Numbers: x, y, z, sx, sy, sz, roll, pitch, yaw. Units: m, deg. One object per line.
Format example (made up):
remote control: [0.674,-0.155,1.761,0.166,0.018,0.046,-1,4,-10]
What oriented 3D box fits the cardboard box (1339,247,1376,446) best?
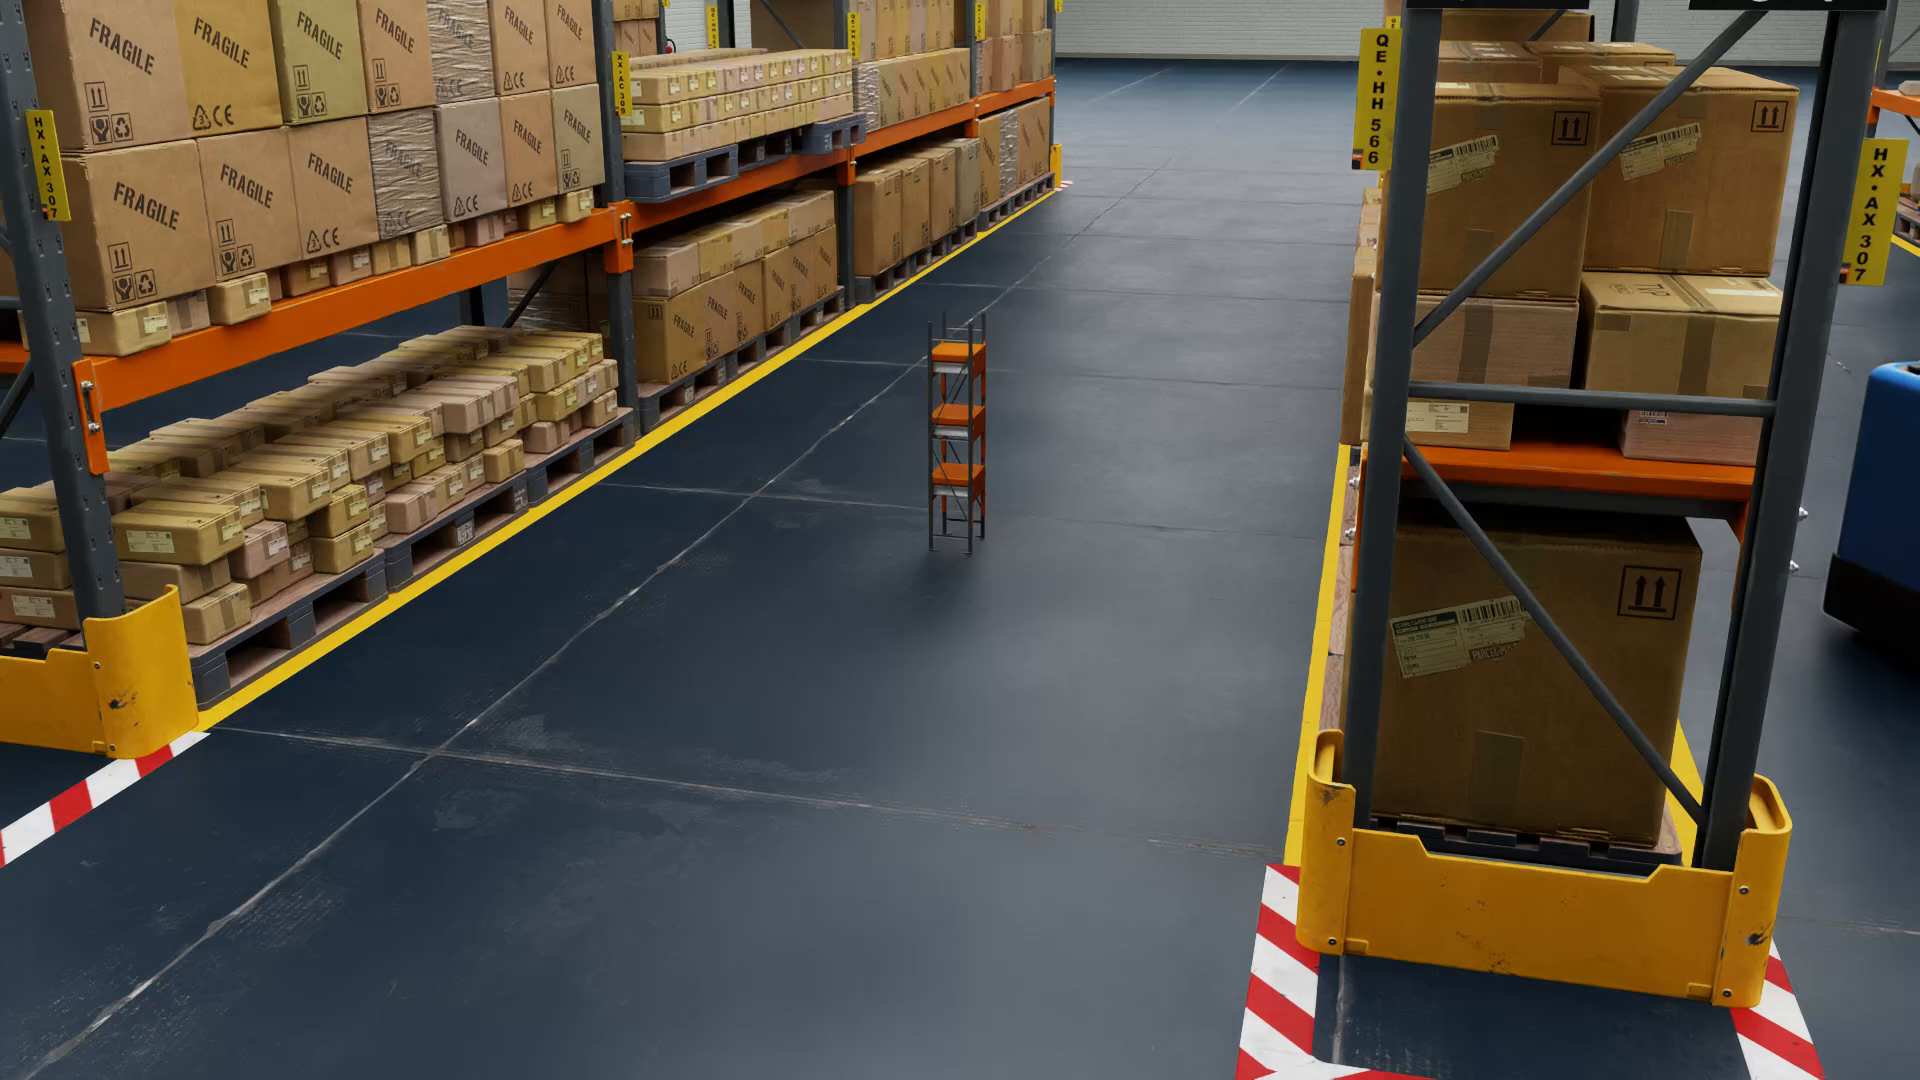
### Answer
cardboard box: [2.628,-0.984,8.565,1.225,0.875,0.875,5,19,14]

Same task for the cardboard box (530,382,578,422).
cardboard box: [-2.165,-0.707,8.418,0.380,0.149,0.250,4,19,11]

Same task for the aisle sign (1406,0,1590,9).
aisle sign: [1.205,-1.566,3.610,0.394,0.787,0.004,5,19,13]

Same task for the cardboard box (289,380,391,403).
cardboard box: [-2.888,-0.638,7.755,0.380,0.149,0.250,4,19,11]

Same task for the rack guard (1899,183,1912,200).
rack guard: [10.252,-3.748,17.888,1.175,0.500,0.348,5,19,13]

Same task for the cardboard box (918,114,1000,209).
cardboard box: [-0.118,-3.904,17.115,0.875,0.875,0.875,5,19,14]

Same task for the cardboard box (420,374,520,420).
cardboard box: [-2.322,-0.682,7.884,0.380,0.149,0.250,4,19,11]

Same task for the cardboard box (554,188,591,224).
cardboard box: [-2.094,-1.696,8.400,0.380,0.149,0.250,4,19,12]

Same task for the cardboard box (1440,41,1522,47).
cardboard box: [2.126,-1.883,7.172,0.500,0.500,0.500,5,19,13]

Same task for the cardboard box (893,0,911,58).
cardboard box: [-0.828,-4.406,14.244,0.700,0.500,0.500,4,19,13]

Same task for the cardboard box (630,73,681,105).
cardboard box: [-1.752,-2.460,9.069,0.380,0.149,0.250,6,20,16]

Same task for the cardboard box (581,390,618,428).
cardboard box: [-2.060,-0.712,8.891,0.380,0.149,0.250,5,19,14]

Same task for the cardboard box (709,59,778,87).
cardboard box: [-1.375,-2.951,10.504,0.380,0.149,0.250,5,20,15]

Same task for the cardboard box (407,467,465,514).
cardboard box: [-2.468,-0.233,7.489,0.380,0.149,0.250,5,19,13]

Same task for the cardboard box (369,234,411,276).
cardboard box: [-2.543,-1.208,6.972,0.380,0.149,0.250,5,20,15]

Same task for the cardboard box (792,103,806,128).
cardboard box: [-1.245,-2.834,11.083,0.380,0.149,0.250,4,19,11]

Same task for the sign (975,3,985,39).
sign: [0.189,-4.990,15.987,0.100,0.325,0.005,5,19,13]

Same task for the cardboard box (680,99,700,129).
cardboard box: [-1.691,-2.401,9.355,0.380,0.149,0.250,4,19,12]

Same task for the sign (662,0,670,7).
sign: [-3.654,-6.780,20.616,0.100,0.325,0.005,5,19,13]

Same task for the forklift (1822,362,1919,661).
forklift: [5.015,-0.996,6.068,3.031,2.935,1.130,-4,19,-12]

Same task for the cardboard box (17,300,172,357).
cardboard box: [-2.875,-0.715,5.529,0.380,0.149,0.250,4,19,13]

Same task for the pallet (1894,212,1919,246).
pallet: [9.749,-2.976,16.074,1.003,0.211,1.213,5,19,13]

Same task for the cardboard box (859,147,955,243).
cardboard box: [-0.643,-3.150,15.099,1.050,0.750,0.750,5,19,13]

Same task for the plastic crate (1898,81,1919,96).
plastic crate: [9.695,-4.579,16.860,0.298,0.136,0.250,5,19,13]

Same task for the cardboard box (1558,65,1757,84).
cardboard box: [2.135,-1.208,5.196,0.500,0.500,0.500,4,19,12]

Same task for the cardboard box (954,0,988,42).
cardboard box: [-0.216,-5.214,16.410,0.875,0.550,0.550,5,19,13]

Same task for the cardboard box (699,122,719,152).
cardboard box: [-1.625,-2.344,9.649,0.380,0.149,0.250,5,19,14]

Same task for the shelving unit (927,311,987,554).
shelving unit: [-0.013,-0.480,7.469,0.215,1.050,0.252,5,19,13]

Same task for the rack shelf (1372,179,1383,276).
rack shelf: [2.979,-1.875,9.649,1.077,0.370,4.000,5,19,13]

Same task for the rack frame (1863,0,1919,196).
rack frame: [10.225,-4.959,17.564,1.000,3.000,0.127,5,19,13]

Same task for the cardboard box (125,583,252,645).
cardboard box: [-2.833,0.253,6.066,0.380,0.149,0.250,5,20,14]

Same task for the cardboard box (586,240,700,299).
cardboard box: [-1.858,-1.593,9.769,0.500,0.250,0.500,4,19,11]

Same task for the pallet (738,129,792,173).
pallet: [-1.761,-2.551,10.813,1.003,0.211,1.213,5,19,13]

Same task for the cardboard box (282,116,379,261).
cardboard box: [-2.656,-1.387,6.494,0.500,0.500,0.500,5,19,14]

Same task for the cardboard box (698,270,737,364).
cardboard box: [-1.729,-1.404,10.376,0.500,0.500,0.500,6,20,16]

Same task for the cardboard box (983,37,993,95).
cardboard box: [-0.149,-4.881,17.105,0.875,0.550,0.550,5,19,13]

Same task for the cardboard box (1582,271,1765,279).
cardboard box: [2.013,-0.697,4.860,0.500,0.250,0.500,4,19,13]

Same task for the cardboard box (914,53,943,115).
cardboard box: [-0.455,-4.065,14.794,0.500,0.500,0.500,5,19,14]

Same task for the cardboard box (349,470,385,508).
cardboard box: [-2.658,-0.220,6.992,0.380,0.149,0.250,4,19,11]

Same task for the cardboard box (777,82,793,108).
cardboard box: [-1.309,-2.891,10.790,0.380,0.149,0.250,5,20,15]

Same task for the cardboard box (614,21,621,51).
cardboard box: [-4.305,-5.815,19.458,0.500,0.500,0.500,5,19,13]

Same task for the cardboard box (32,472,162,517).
cardboard box: [-3.271,-0.150,6.325,0.380,0.149,0.250,5,19,14]

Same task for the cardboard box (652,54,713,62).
cardboard box: [-1.875,-3.169,11.142,0.380,0.149,0.250,6,20,16]

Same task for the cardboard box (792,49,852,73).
cardboard box: [-0.992,-3.437,11.929,0.380,0.149,0.250,4,19,11]

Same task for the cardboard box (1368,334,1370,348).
cardboard box: [1.468,-0.592,5.170,0.380,0.149,0.250,5,19,14]

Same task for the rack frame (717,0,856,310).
rack frame: [-1.317,-3.266,12.608,1.000,3.000,0.127,5,19,13]

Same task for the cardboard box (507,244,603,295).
cardboard box: [-2.357,-1.636,9.894,0.500,0.250,0.500,4,19,12]

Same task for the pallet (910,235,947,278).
pallet: [-0.751,-2.568,14.881,1.003,0.211,1.213,5,19,13]

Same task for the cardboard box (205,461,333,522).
cardboard box: [-2.678,-0.191,6.448,0.380,0.149,0.250,5,19,13]

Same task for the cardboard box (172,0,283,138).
cardboard box: [-2.787,-1.698,5.856,0.500,0.500,0.500,5,20,15]
